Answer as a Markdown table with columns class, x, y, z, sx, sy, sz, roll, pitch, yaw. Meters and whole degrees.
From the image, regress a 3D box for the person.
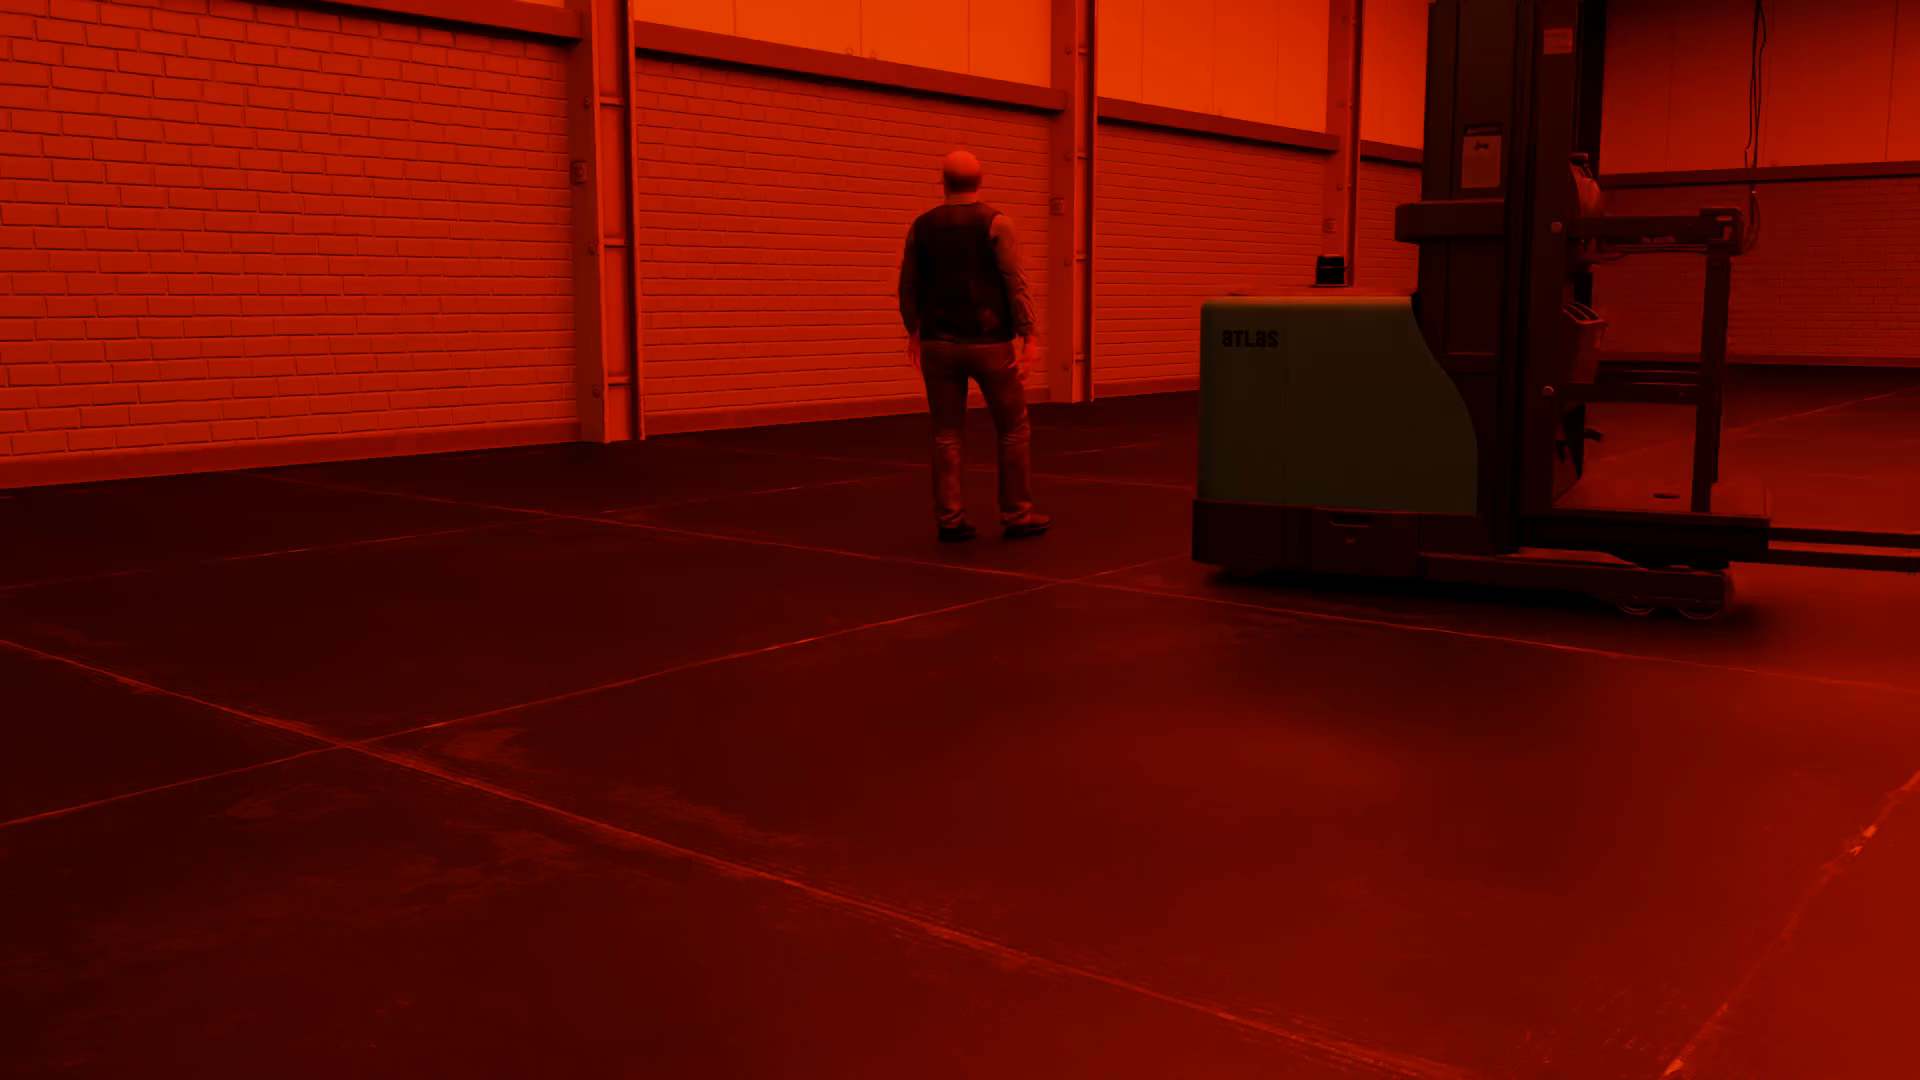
| class | x | y | z | sx | sy | sz | roll | pitch | yaw |
| --- | --- | --- | --- | --- | --- | --- | --- | --- | --- |
| person | 0.055 | -0.860 | 7.438 | 0.670 | 1.710 | 0.559 | 3 | 9 | 18 |

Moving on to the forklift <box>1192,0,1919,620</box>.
| class | x | y | z | sx | sy | sz | roll | pitch | yaw |
| --- | --- | --- | --- | --- | --- | --- | --- | --- | --- |
| forklift | 2.447 | -1.268 | 5.951 | 3.031 | 2.935 | 1.130 | 4 | 9 | 25 |
